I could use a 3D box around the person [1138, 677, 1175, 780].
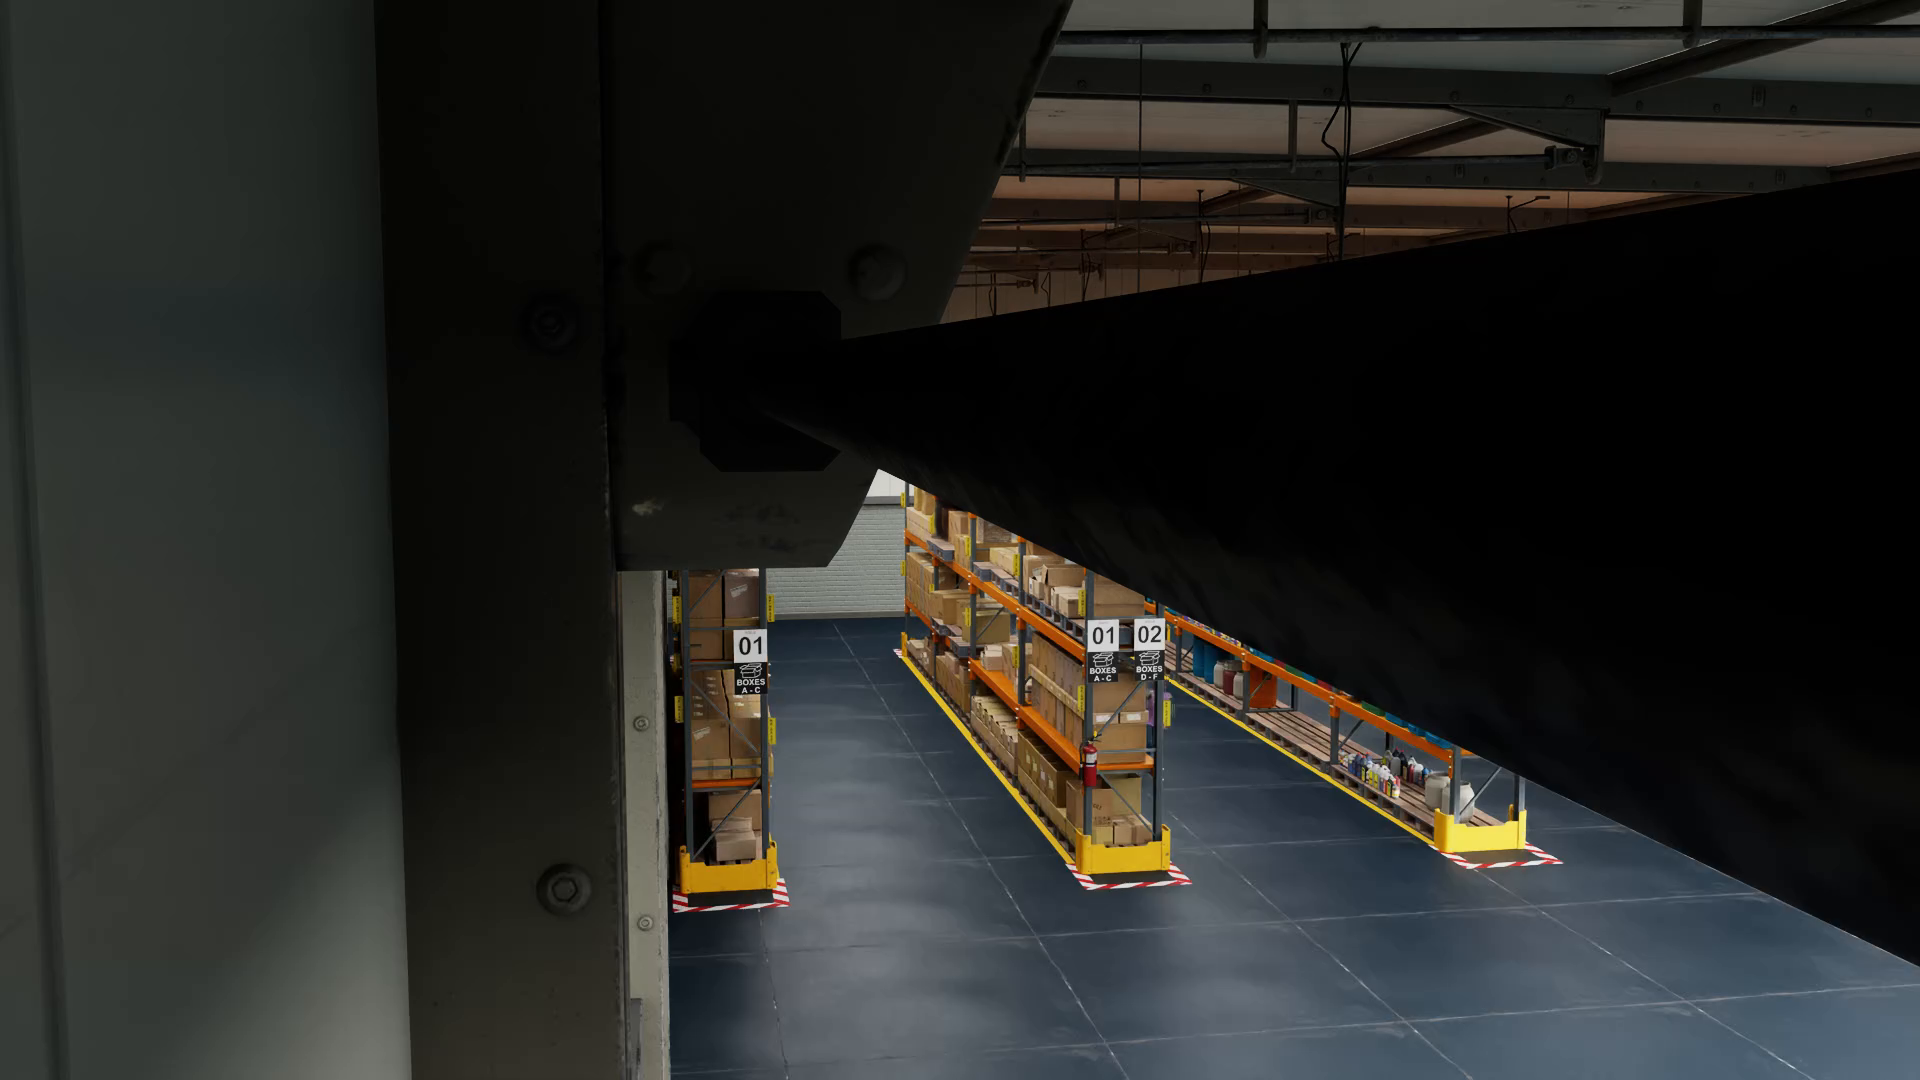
[{"bbox_3d":[2.990,2.876,25.652,0.614,1.555,0.719,-1,6,-7],"label":"person"}]
